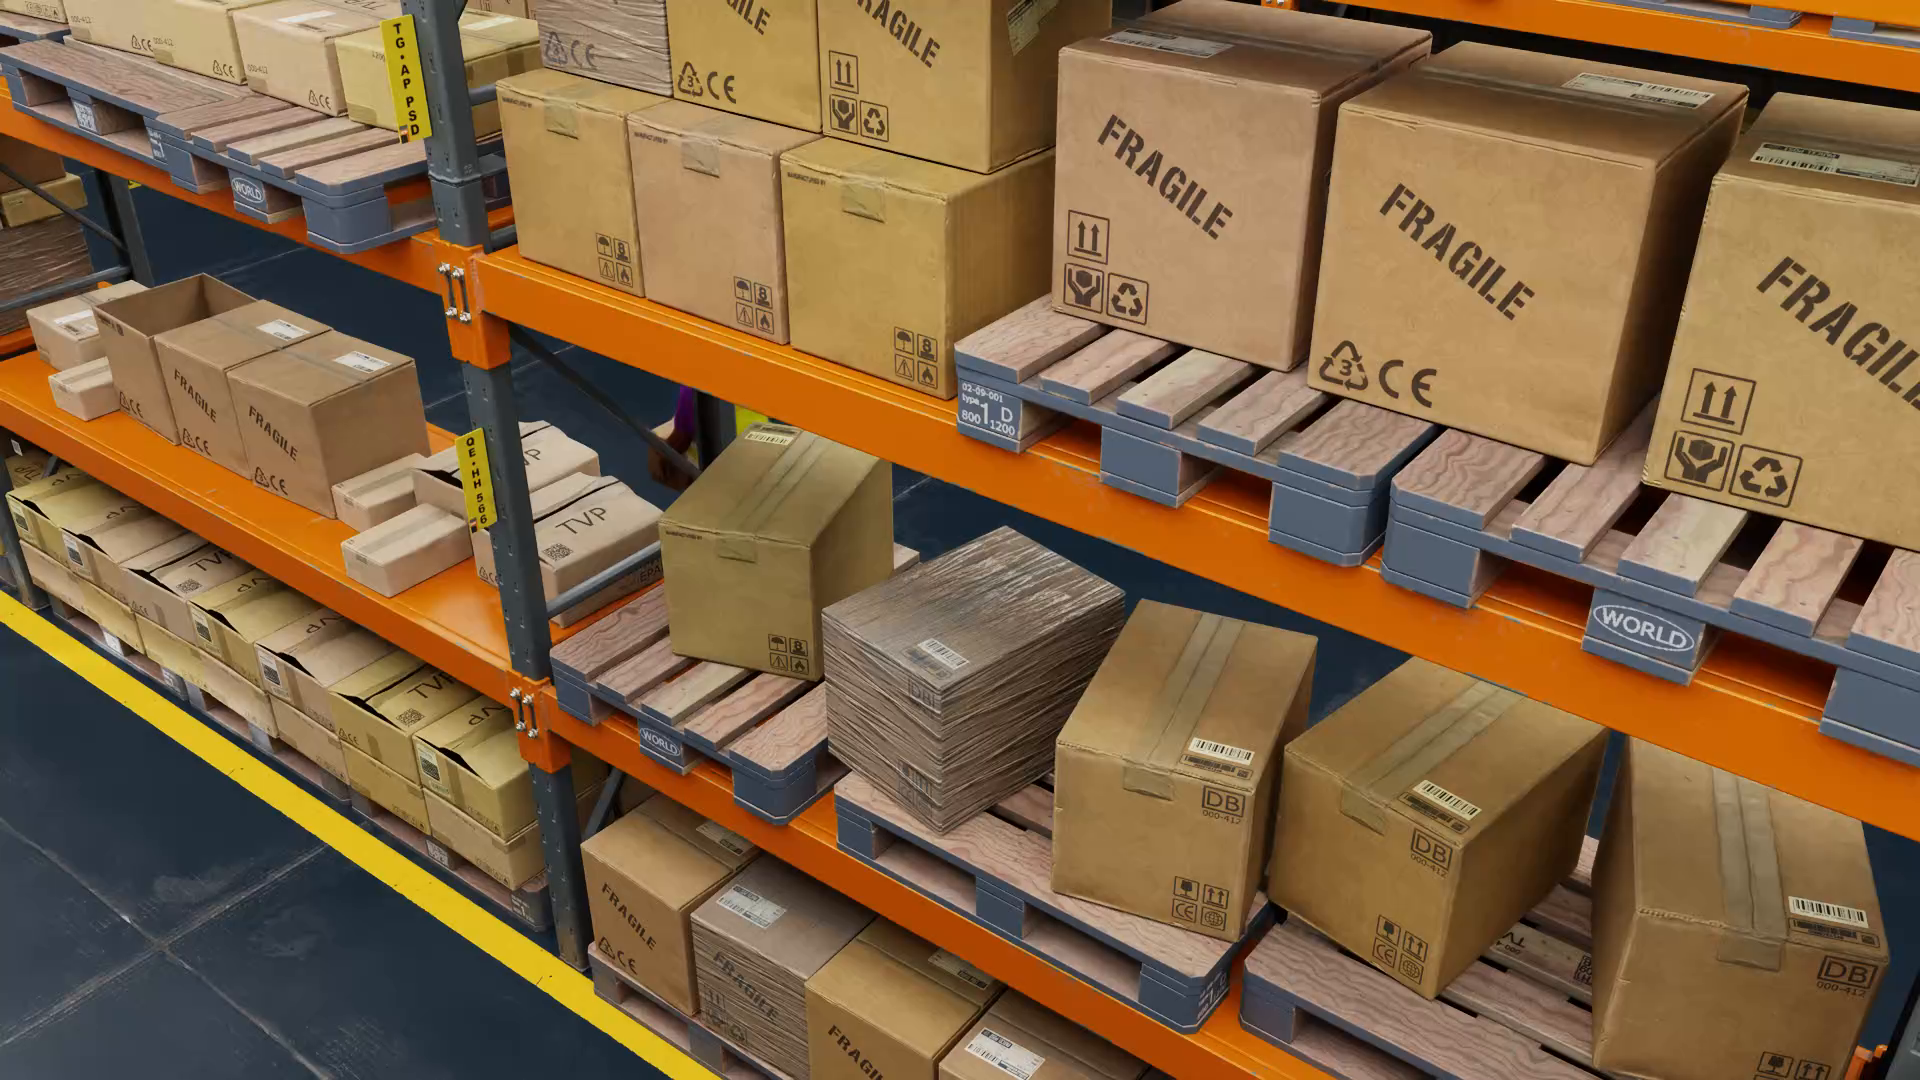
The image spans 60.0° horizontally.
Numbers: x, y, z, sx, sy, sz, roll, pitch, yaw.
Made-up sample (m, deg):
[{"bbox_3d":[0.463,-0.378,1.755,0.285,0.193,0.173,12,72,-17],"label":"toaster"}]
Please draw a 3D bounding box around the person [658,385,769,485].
[{"bbox_3d":[-1.124,-0.360,7.702,0.528,1.771,0.558,21,37,31],"label":"person"}]
